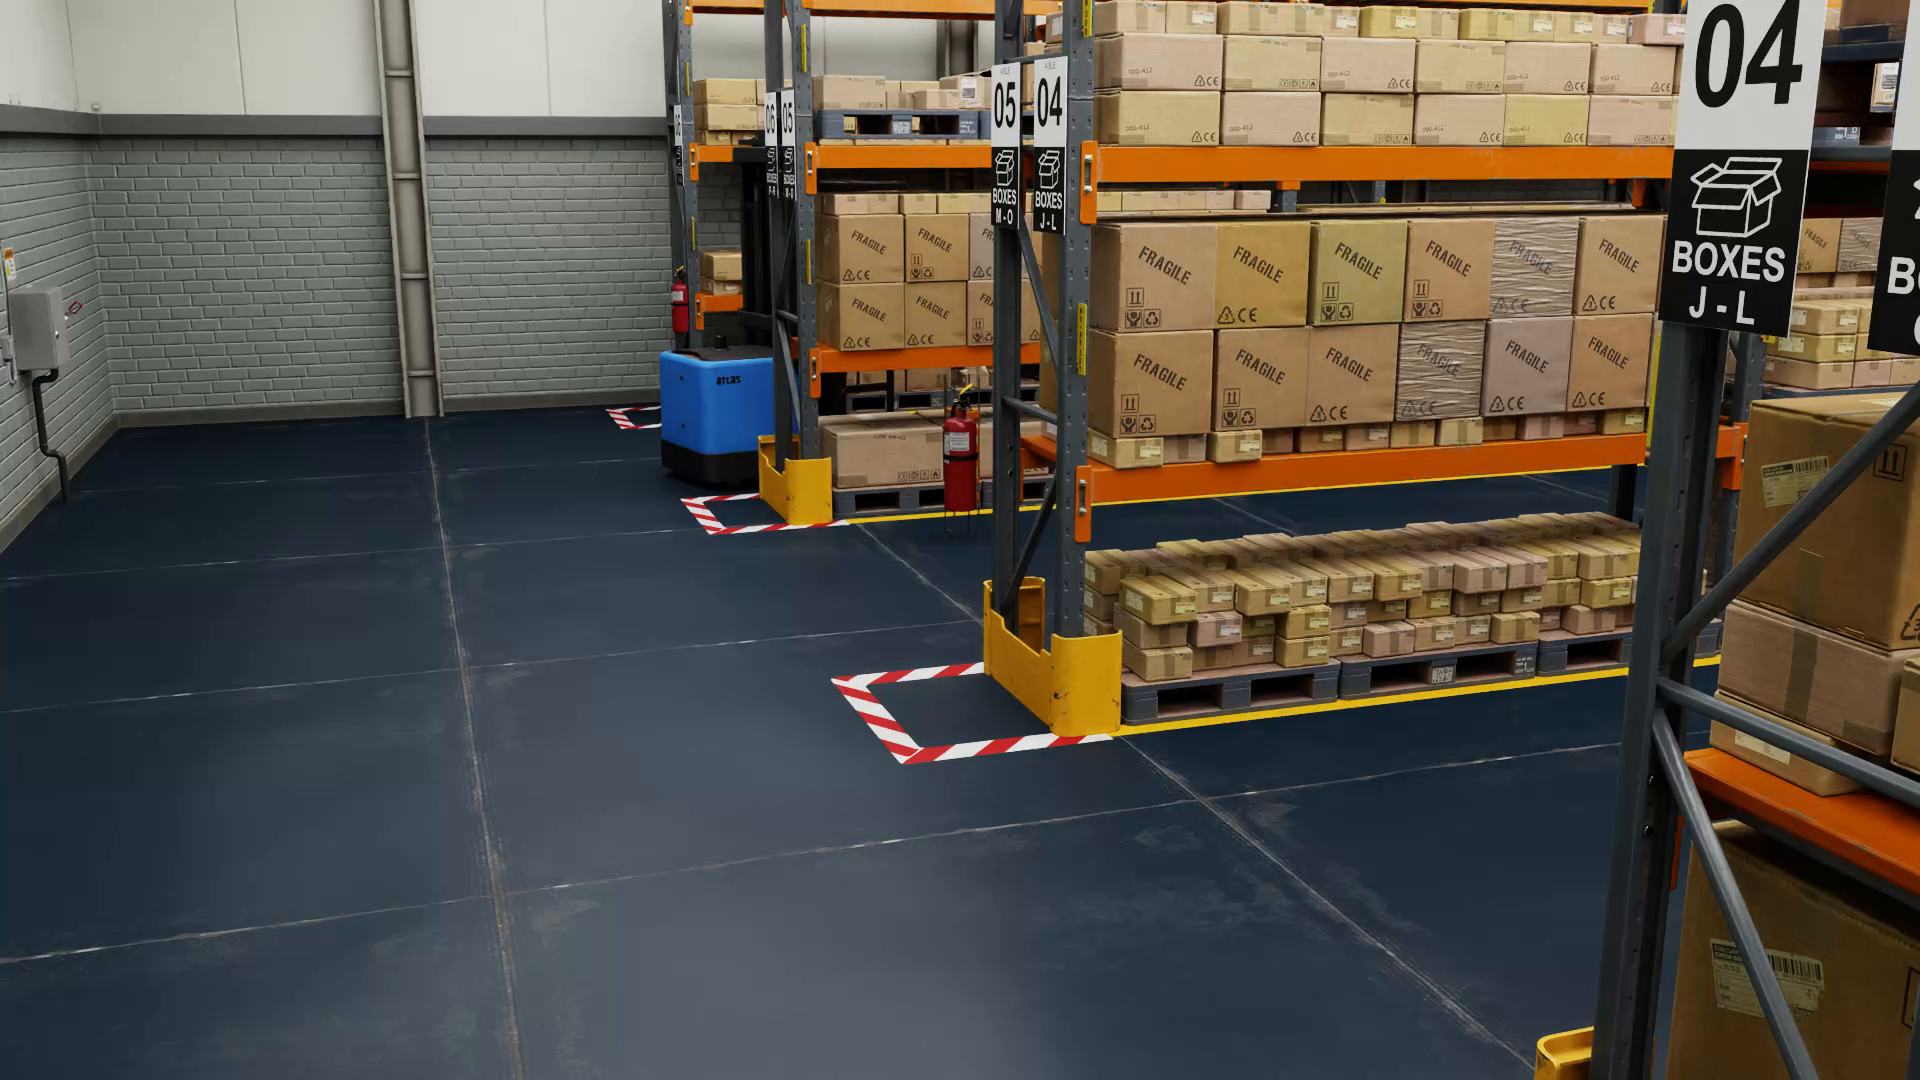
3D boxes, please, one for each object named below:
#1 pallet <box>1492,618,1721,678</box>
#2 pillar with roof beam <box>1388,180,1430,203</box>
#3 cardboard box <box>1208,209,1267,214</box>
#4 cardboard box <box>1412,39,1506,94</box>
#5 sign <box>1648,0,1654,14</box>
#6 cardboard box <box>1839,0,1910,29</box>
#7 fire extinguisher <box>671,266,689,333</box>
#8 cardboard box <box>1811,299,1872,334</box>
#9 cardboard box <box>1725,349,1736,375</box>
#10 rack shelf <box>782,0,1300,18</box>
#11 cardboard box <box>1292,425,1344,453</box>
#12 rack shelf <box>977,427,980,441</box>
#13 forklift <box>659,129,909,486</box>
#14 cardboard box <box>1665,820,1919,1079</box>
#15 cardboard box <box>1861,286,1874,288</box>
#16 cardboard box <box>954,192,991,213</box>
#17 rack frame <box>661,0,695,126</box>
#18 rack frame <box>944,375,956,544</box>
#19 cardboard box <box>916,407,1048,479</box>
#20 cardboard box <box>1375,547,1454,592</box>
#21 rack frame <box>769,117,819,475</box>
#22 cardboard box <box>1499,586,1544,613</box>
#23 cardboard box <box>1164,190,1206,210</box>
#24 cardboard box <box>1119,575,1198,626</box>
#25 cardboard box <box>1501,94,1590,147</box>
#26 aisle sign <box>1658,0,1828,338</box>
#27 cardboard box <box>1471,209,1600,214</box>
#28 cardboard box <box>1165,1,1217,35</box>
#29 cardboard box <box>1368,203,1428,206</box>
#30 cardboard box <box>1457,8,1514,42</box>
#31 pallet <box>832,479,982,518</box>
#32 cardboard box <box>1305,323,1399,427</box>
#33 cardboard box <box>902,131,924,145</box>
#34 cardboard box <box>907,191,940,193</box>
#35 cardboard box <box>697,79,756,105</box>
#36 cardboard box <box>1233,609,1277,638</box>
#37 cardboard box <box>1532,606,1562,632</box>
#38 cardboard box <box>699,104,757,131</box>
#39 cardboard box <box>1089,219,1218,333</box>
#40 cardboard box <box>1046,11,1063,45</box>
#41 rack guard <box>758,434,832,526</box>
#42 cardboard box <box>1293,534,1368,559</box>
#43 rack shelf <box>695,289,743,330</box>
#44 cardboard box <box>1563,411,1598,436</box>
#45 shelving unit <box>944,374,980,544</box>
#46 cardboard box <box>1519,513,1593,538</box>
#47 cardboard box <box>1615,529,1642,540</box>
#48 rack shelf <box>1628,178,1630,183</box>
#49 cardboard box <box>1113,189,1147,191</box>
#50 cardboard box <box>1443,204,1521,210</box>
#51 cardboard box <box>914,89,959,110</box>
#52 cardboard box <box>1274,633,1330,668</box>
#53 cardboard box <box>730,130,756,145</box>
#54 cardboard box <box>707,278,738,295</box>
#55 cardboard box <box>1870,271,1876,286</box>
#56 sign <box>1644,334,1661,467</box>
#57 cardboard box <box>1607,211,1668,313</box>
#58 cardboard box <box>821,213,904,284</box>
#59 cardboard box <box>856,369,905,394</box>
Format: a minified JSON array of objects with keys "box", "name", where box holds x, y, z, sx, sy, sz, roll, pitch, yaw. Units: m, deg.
[{"box":[3.554,0.490,9.625,1.213,0.211,1.003,-4,14,-18],"name":"pallet"},{"box":[7.031,-5.654,16.465,0.400,9.000,9.100,-4,14,-18],"name":"pillar with roof beam"},{"box":[2.146,-2.442,13.548,0.500,0.500,0.500,-5,14,-19],"name":"cardboard box"},{"box":[2.343,-2.344,8.279,0.500,0.250,0.500,-5,14,-20],"name":"cardboard box"},{"box":[3.999,-2.948,9.602,0.005,0.325,0.100,-4,14,-18],"name":"sign"},{"box":[2.350,-1.344,3.490,0.500,0.500,0.700,-5,14,-21],"name":"cardboard box"},{"box":[-2.865,-2.464,16.991,0.183,0.674,0.296,-4,14,-18],"name":"fire extinguisher"},{"box":[4.962,-1.245,9.246,0.250,0.149,0.380,-4,14,-17],"name":"cardboard box"},{"box":[4.493,-1.078,9.830,0.250,0.149,0.380,-5,14,-19],"name":"cardboard box"},{"box":[0.609,-4.228,12.891,4.000,0.370,1.077,-4,14,-18],"name":"rack shelf"},{"box":[1.767,-0.558,8.550,0.250,0.149,0.380,-5,14,-19],"name":"cardboard box"},{"box":[0.014,-0.775,11.963,0.180,0.103,0.258,-4,14,-18],"name":"rack shelf"},{"box":[-1.098,-2.109,14.676,3.031,2.935,1.130,-8,16,-31],"name":"forklift"},{"box":[2.455,1.231,4.168,0.875,0.875,0.875,-4,14,-18],"name":"cardboard box"},{"box":[5.733,-1.464,10.164,0.250,0.149,0.380,-5,14,-21],"name":"cardboard box"},{"box":[0.123,-2.606,12.838,0.250,0.149,0.380,-4,14,-18],"name":"cardboard box"},{"box":[-2.873,-5.714,16.717,0.127,3.000,1.000,-4,14,-18],"name":"rack frame"},{"box":[-0.073,-0.578,11.980,0.006,1.200,0.240,-4,14,-18],"name":"rack frame"},{"box":[0.172,-0.804,13.672,0.875,0.438,0.875,-4,14,-17],"name":"cardboard box"},{"box":[2.442,0.160,8.957,0.250,0.149,0.380,-4,14,-18],"name":"cardboard box"},{"box":[-1.286,-1.707,12.835,0.127,3.000,1.000,-4,14,-18],"name":"rack frame"},{"box":[2.977,0.274,9.120,0.250,0.149,0.380,-4,14,-17],"name":"cardboard box"},{"box":[1.791,-2.748,13.435,0.250,0.149,0.380,-4,14,-18],"name":"cardboard box"},{"box":[0.993,0.301,8.364,0.250,0.149,0.380,-5,14,-21],"name":"cardboard box"},{"box":[2.842,-2.143,8.510,0.500,0.250,0.500,-5,14,-19],"name":"cardboard box"},{"box":[1.711,-0.858,3.651,0.004,0.787,0.394,-4,14,-18],"name":"aisle sign"},{"box":[3.188,-1.582,9.292,0.500,0.500,0.500,-5,14,-20],"name":"cardboard box"},{"box":[1.015,-2.441,7.822,0.250,0.149,0.380,-4,14,-16],"name":"cardboard box"},{"box":[3.823,-2.698,14.626,0.500,0.500,0.500,-4,14,-16],"name":"cardboard box"},{"box":[2.519,-2.540,8.238,0.250,0.149,0.380,-5,14,-19],"name":"cardboard box"},{"box":[-0.553,-0.426,13.478,1.213,0.211,1.003,-4,14,-18],"name":"pallet"},{"box":[1.869,-0.873,8.471,0.500,0.500,0.500,-4,14,-17],"name":"cardboard box"},{"box":[-0.552,-4.250,17.590,0.250,0.149,0.380,-4,14,-17],"name":"cardboard box"},{"box":[-0.307,-2.699,13.228,0.250,0.149,0.380,-4,14,-17],"name":"cardboard box"},{"box":[-2.372,-4.547,16.895,0.500,0.250,0.500,-5,14,-19],"name":"cardboard box"},{"box":[1.448,0.382,8.666,0.250,0.149,0.380,-4,14,-17],"name":"cardboard box"},{"box":[3.125,0.390,9.275,0.250,0.149,0.380,-5,14,-19],"name":"cardboard box"},{"box":[-2.365,-4.299,16.933,0.500,0.250,0.500,-5,14,-19],"name":"cardboard box"},{"box":[0.898,-1.283,8.035,0.500,0.500,0.500,-5,14,-18],"name":"cardboard box"},{"box":[0.610,-2.541,8.243,0.250,0.149,0.380,-5,14,-19],"name":"cardboard box"},{"box":[-1.309,-0.489,13.117,0.348,0.500,1.175,-4,14,-18],"name":"rack guard"},{"box":[2.058,0.085,9.272,0.250,0.149,0.380,-5,14,-20],"name":"cardboard box"},{"box":[-0.977,-2.593,18.115,4.000,0.370,1.077,-4,14,-18],"name":"rack shelf"},{"box":[3.235,-0.675,9.043,0.250,0.149,0.380,-5,14,-20],"name":"cardboard box"},{"box":[0.014,-0.585,12.008,0.189,1.200,0.258,-4,14,-18],"name":"shelving unit"},{"box":[3.507,-0.043,9.810,0.250,0.149,0.380,-4,14,-15],"name":"cardboard box"},{"box":[3.925,0.053,9.406,0.250,0.149,0.380,-4,14,-16],"name":"cardboard box"},{"box":[8.192,-3.554,15.674,4.000,0.370,1.077,-4,14,-18],"name":"rack shelf"},{"box":[1.401,-2.831,13.782,0.250,0.149,0.380,-5,14,-18],"name":"cardboard box"},{"box":[4.451,-2.626,14.324,0.500,0.500,0.500,-5,14,-19],"name":"cardboard box"},{"box":[-0.182,-3.326,12.583,0.250,0.149,0.380,-4,14,-16],"name":"cardboard box"},{"box":[1.719,0.534,8.670,0.250,0.149,0.380,-4,14,-17],"name":"cardboard box"},{"box":[-2.256,-4.130,17.083,0.250,0.149,0.380,-4,14,-17],"name":"cardboard box"},{"box":[-2.474,-2.637,17.289,0.250,0.149,0.380,-5,14,-18],"name":"cardboard box"},{"box":[8.716,-2.504,15.822,0.250,0.149,0.380,-4,14,-18],"name":"cardboard box"},{"box":[1.715,-0.332,4.041,0.005,0.325,0.100,-4,14,-18],"name":"sign"},{"box":[3.820,-1.509,8.987,0.500,0.500,0.500,-5,14,-20],"name":"cardboard box"},{"box":[-0.740,-2.215,12.594,0.500,0.500,0.500,-5,14,-19],"name":"cardboard box"},{"box":[-0.907,-1.879,18.055,0.500,0.500,0.500,-4,14,-17],"name":"cardboard box"}]
